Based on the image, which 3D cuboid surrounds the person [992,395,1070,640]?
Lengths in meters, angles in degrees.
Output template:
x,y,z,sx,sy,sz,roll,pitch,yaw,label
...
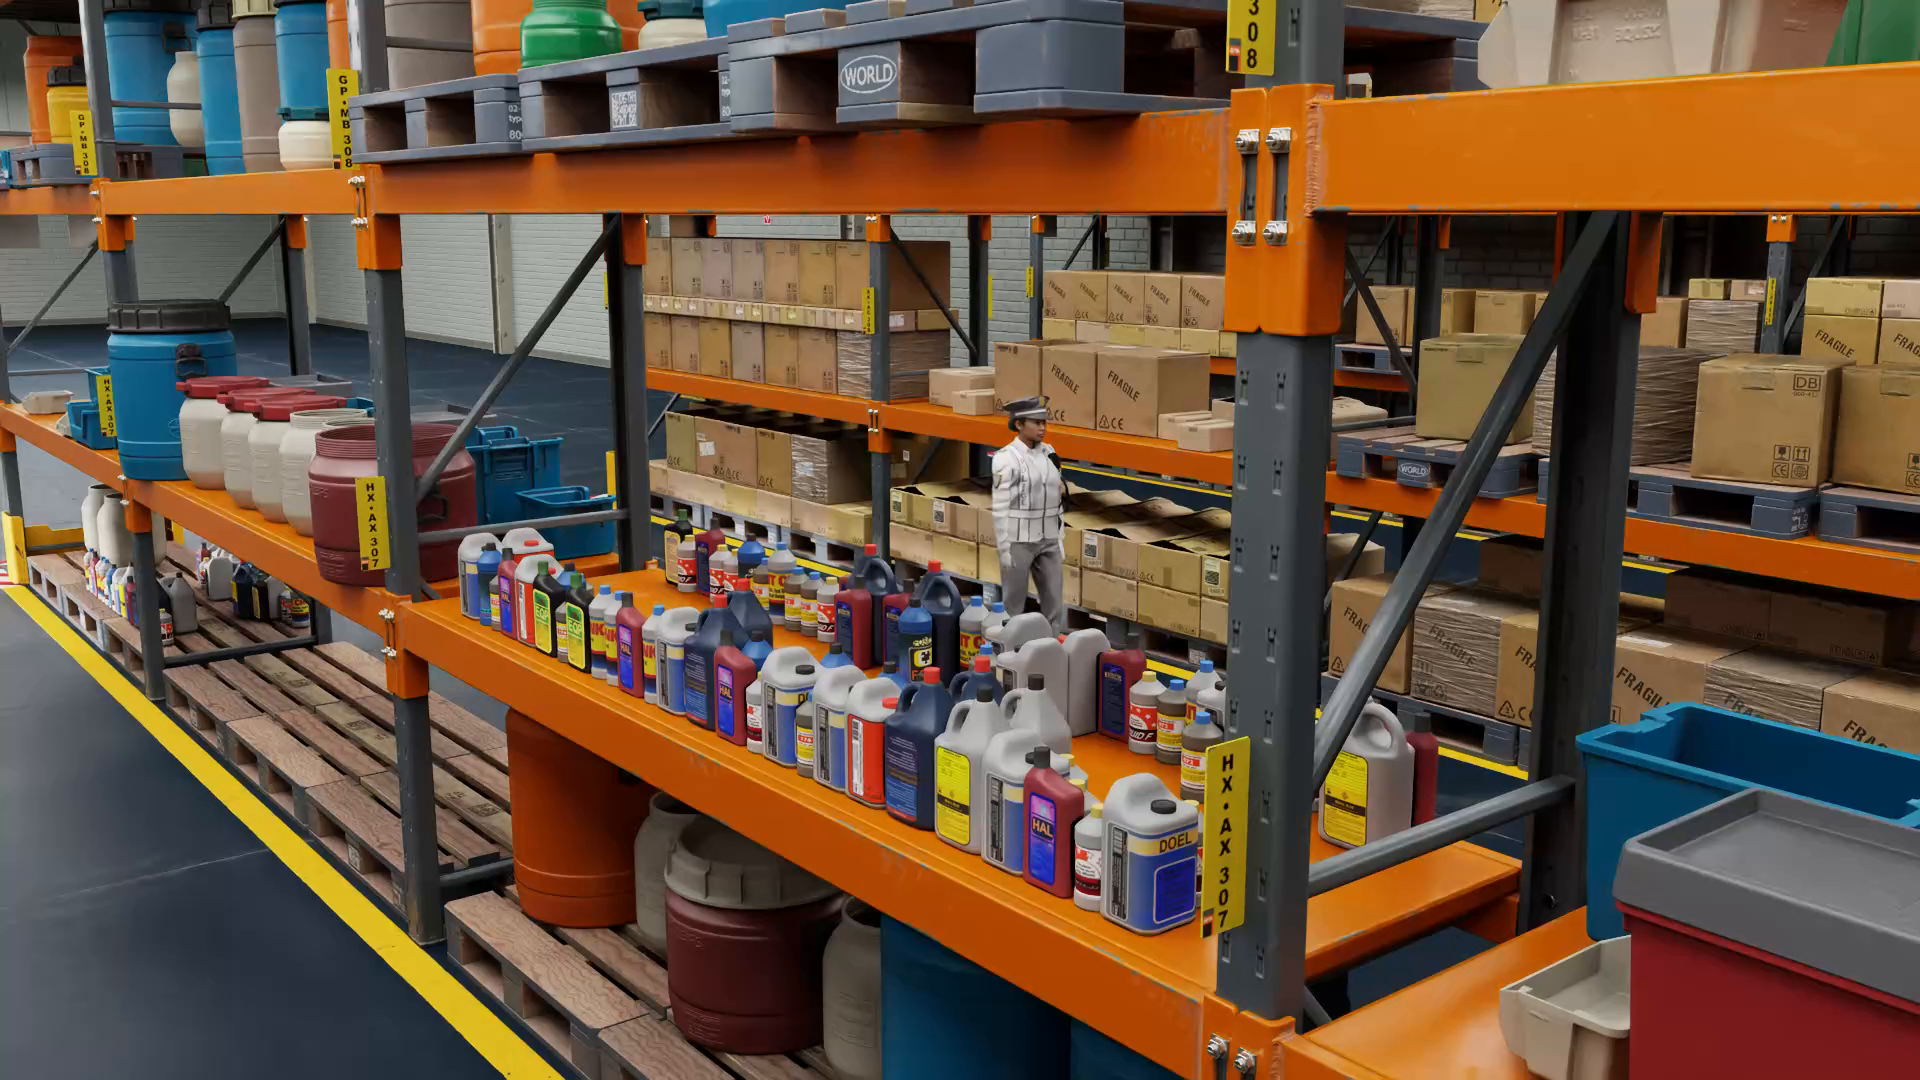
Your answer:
x,y,z,sx,sy,sz,roll,pitch,yaw,label
0.419,0.029,9.243,0.481,1.679,0.403,-9,14,-38,person
